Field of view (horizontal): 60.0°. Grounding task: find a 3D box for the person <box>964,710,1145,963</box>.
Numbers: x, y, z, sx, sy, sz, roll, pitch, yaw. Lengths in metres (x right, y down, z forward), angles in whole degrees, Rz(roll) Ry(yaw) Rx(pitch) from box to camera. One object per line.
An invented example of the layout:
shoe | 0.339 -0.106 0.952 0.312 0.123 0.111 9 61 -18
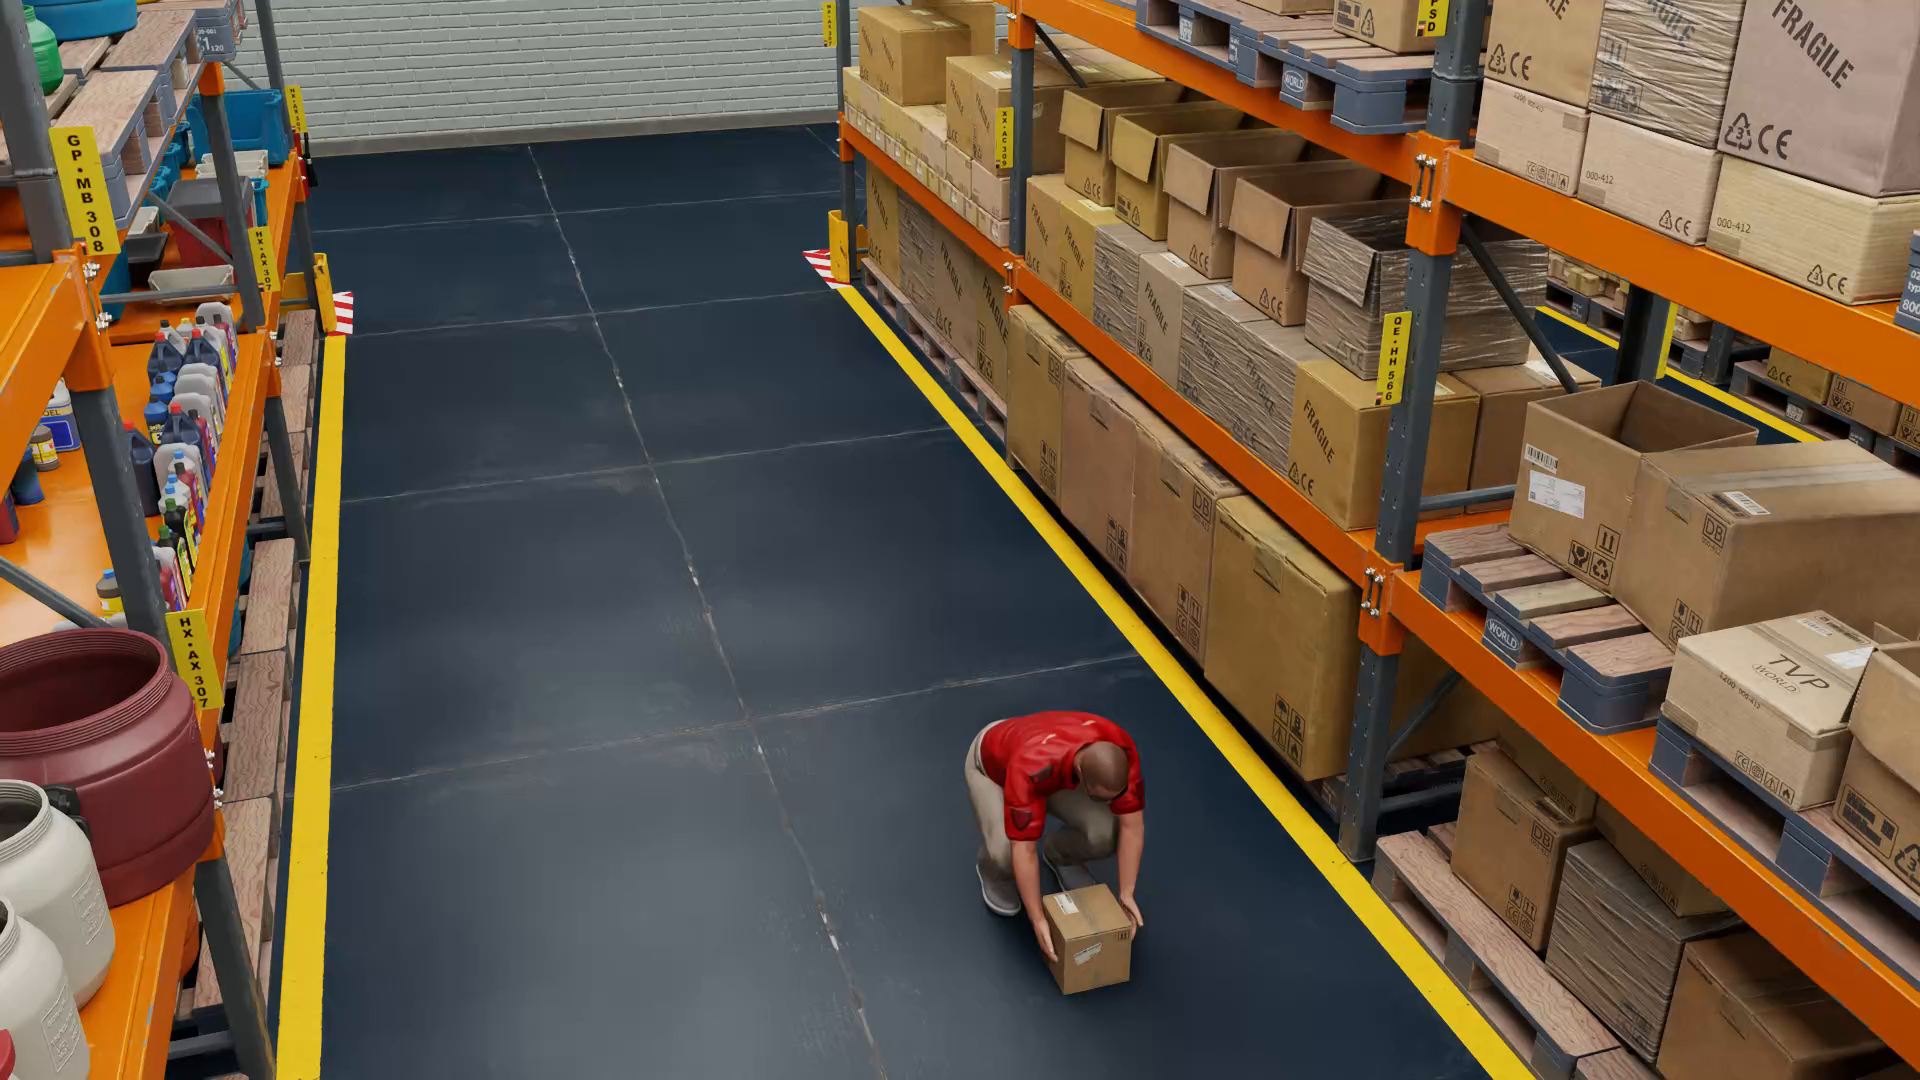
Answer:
person | 0.348 0.973 6.083 0.566 0.915 0.880 -8 27 -16
